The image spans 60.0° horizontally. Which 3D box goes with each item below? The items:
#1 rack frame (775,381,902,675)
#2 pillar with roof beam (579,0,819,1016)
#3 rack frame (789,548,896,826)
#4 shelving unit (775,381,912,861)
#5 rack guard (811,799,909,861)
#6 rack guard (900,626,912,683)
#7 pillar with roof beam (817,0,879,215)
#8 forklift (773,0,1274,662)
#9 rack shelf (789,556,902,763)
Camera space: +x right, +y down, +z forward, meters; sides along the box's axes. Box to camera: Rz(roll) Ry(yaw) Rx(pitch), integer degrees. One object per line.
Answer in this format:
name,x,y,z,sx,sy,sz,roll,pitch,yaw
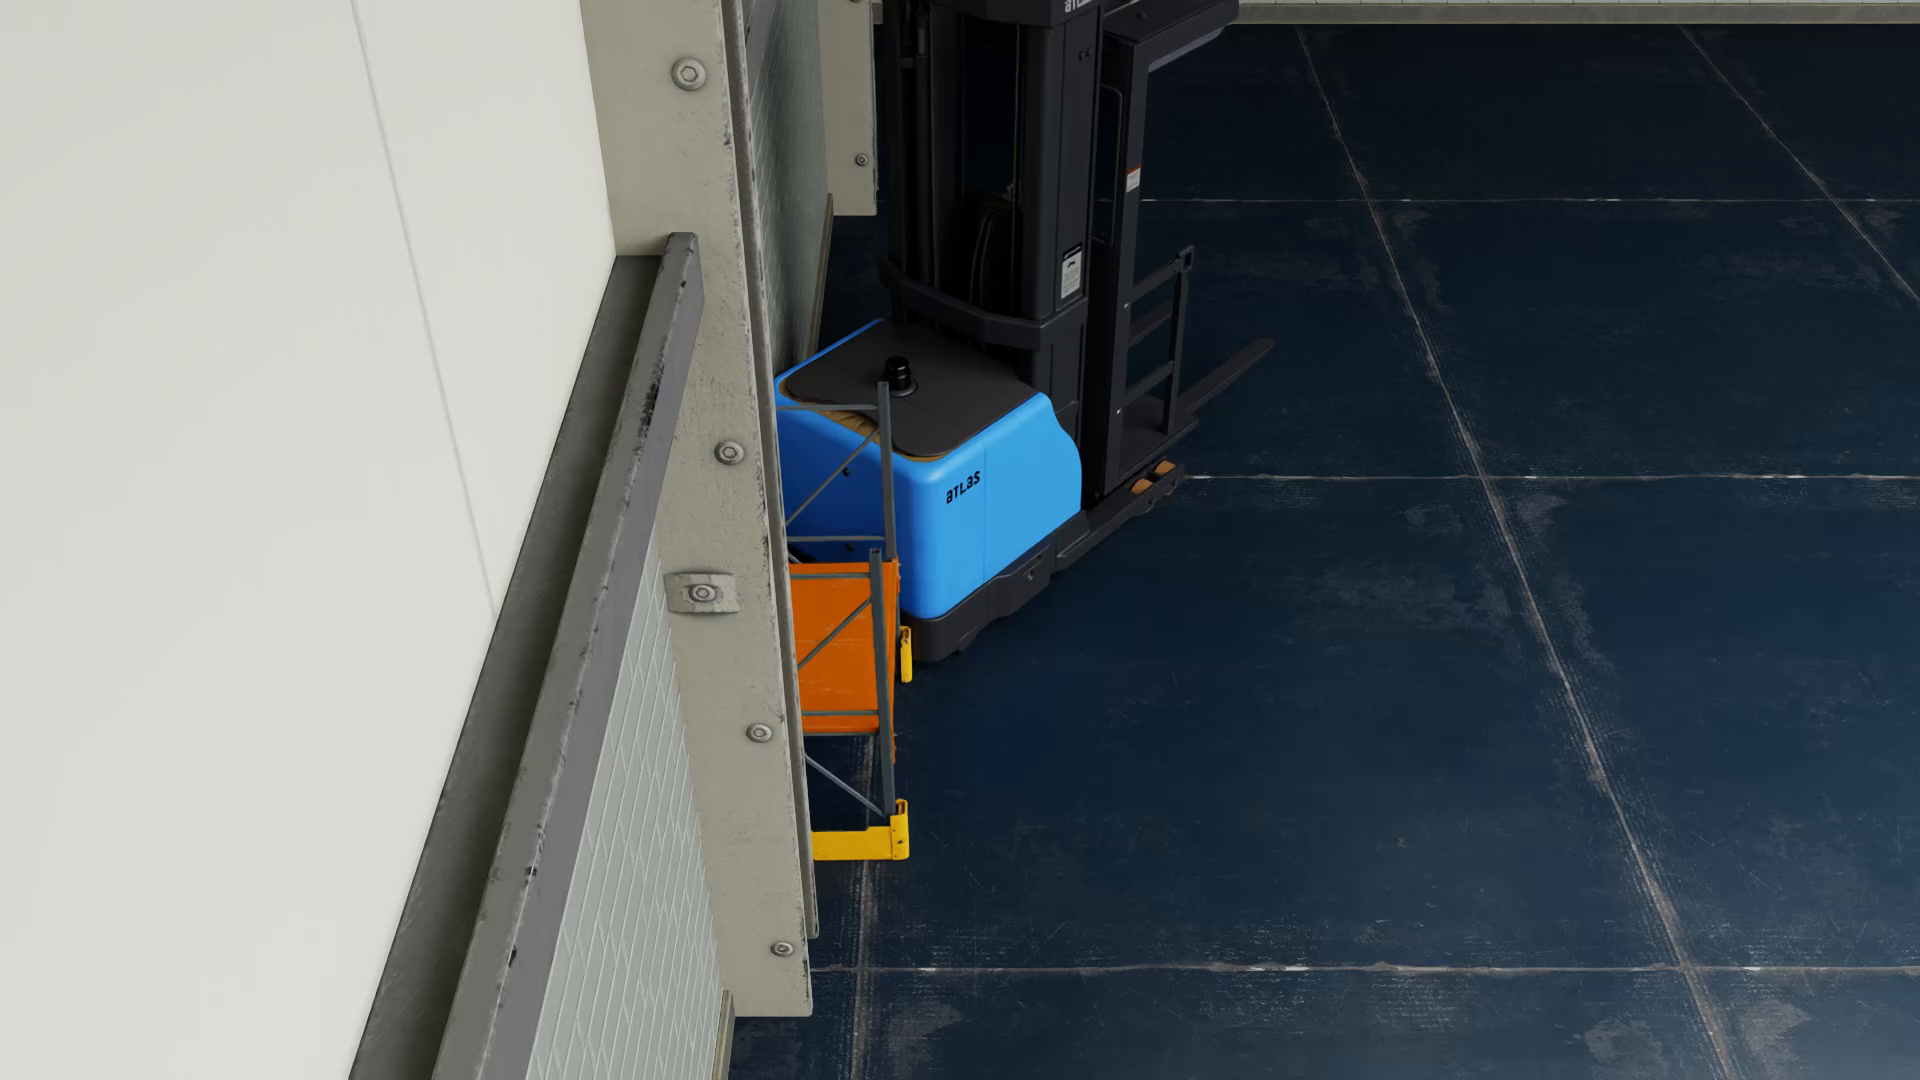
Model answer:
rack frame,-0.512,-0.004,6.795,0.500,1.500,0.032,-1,38,0
pillar with roof beam,3.625,-1.952,3.236,9.100,9.000,0.400,0,39,0
rack frame,-0.502,0.628,5.999,0.500,1.500,0.032,-1,38,0
shelving unit,-0.507,0.318,6.390,0.587,1.500,1.083,-1,38,0
rack guard,-0.493,1.117,6.388,0.587,0.250,0.087,-1,38,0
rack guard,-0.504,0.498,7.168,0.587,0.250,0.087,-1,38,0
pillar with roof beam,3.618,-5.704,7.918,9.100,9.000,0.400,0,39,0
forklift,0.461,-1.461,7.475,1.130,2.935,3.031,28,47,31
rack shelf,-0.505,0.453,6.509,0.538,0.185,1.000,-1,38,0
